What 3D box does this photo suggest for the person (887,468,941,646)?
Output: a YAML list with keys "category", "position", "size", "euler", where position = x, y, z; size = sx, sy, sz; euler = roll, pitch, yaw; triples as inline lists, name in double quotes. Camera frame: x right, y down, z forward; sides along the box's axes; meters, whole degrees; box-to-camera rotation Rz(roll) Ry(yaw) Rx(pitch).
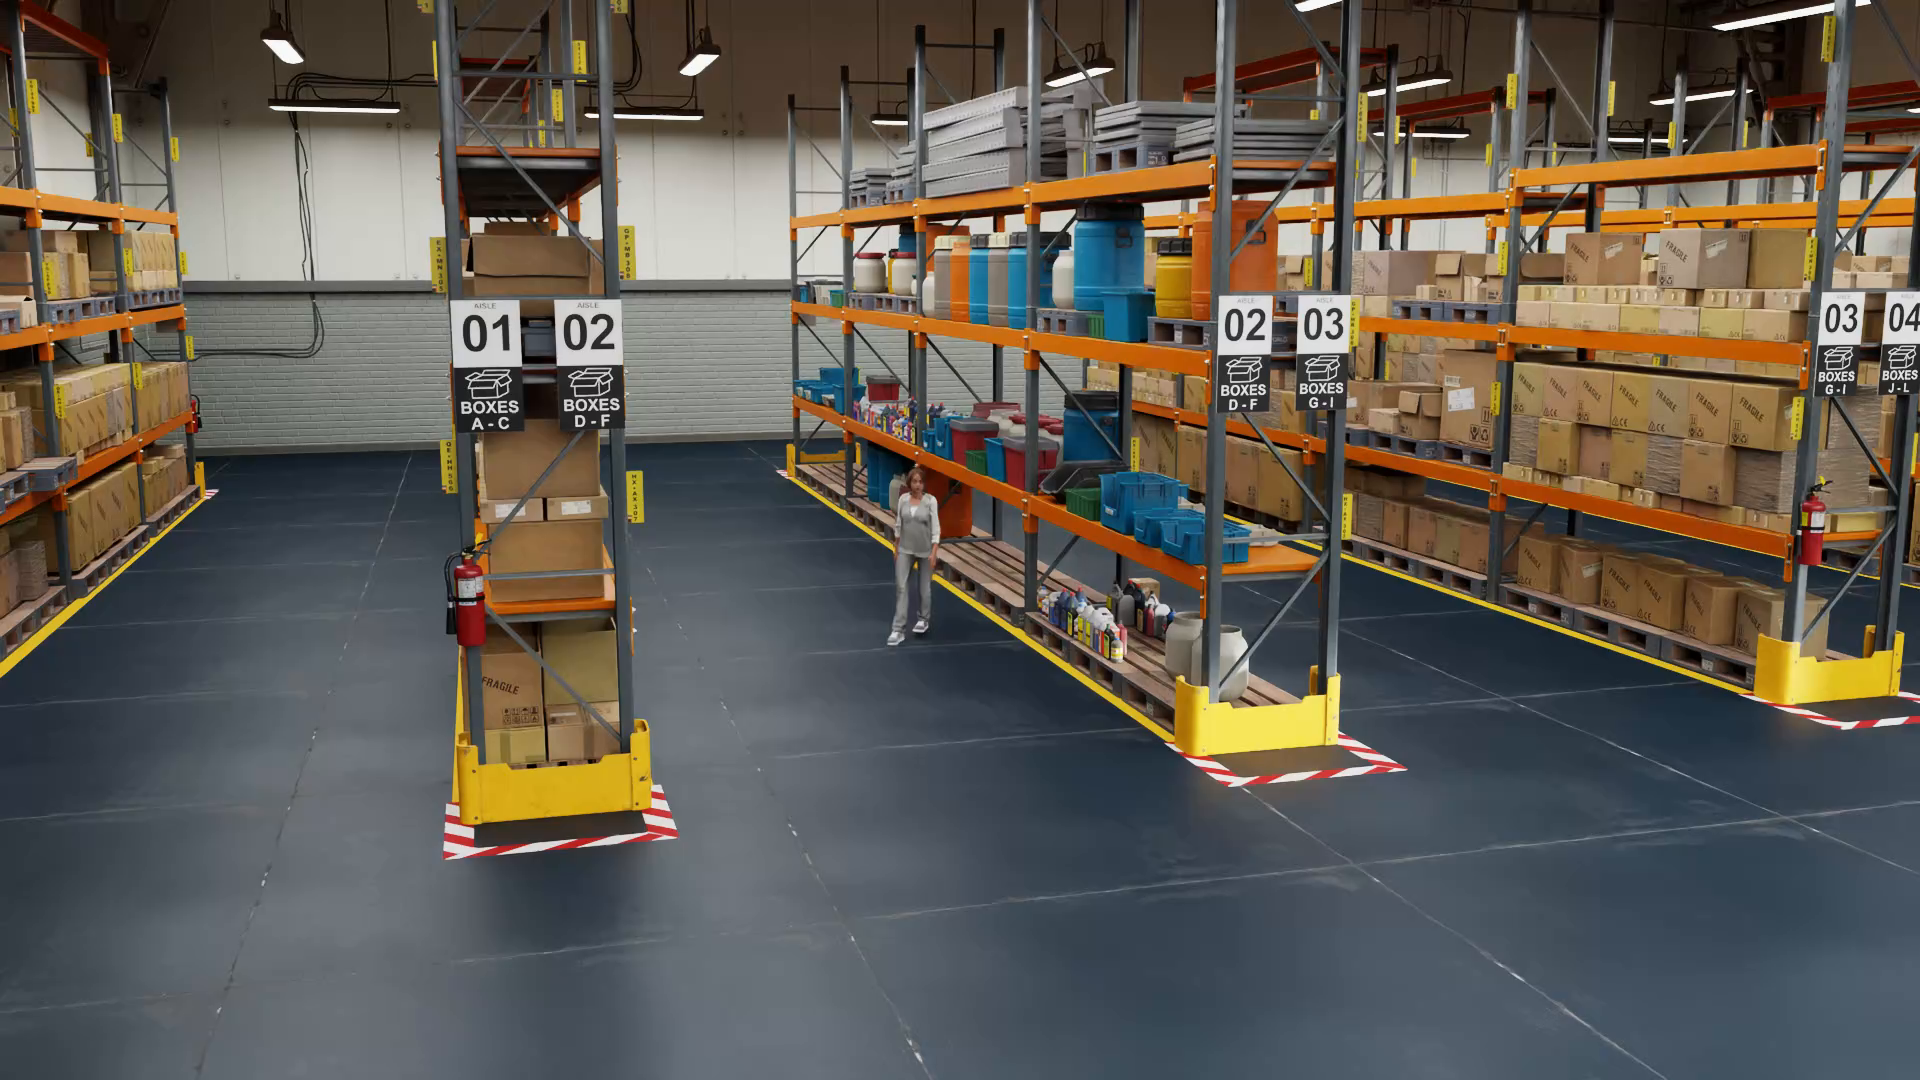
- category: "person"
  position: [-0.407, 0.130, 15.048]
  size: [0.462, 1.556, 0.882]
  euler: [2, 10, 9]
